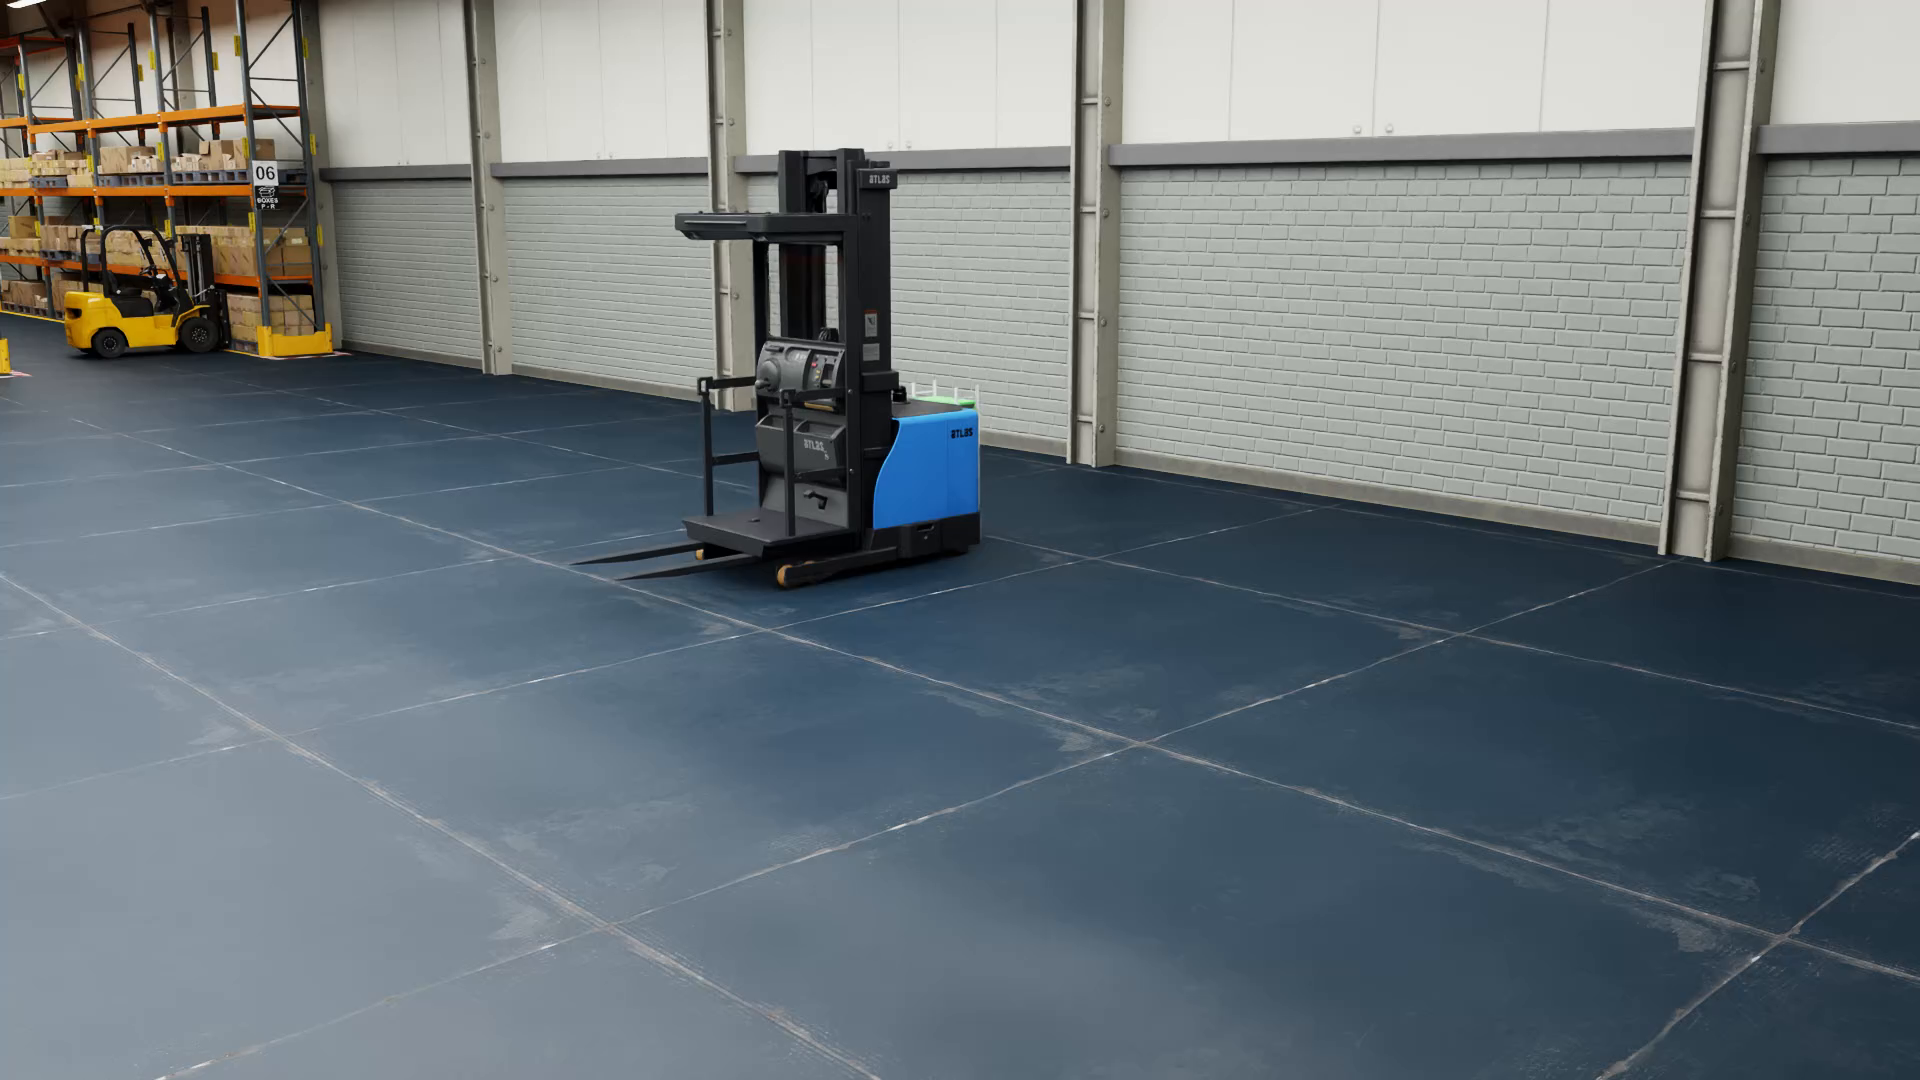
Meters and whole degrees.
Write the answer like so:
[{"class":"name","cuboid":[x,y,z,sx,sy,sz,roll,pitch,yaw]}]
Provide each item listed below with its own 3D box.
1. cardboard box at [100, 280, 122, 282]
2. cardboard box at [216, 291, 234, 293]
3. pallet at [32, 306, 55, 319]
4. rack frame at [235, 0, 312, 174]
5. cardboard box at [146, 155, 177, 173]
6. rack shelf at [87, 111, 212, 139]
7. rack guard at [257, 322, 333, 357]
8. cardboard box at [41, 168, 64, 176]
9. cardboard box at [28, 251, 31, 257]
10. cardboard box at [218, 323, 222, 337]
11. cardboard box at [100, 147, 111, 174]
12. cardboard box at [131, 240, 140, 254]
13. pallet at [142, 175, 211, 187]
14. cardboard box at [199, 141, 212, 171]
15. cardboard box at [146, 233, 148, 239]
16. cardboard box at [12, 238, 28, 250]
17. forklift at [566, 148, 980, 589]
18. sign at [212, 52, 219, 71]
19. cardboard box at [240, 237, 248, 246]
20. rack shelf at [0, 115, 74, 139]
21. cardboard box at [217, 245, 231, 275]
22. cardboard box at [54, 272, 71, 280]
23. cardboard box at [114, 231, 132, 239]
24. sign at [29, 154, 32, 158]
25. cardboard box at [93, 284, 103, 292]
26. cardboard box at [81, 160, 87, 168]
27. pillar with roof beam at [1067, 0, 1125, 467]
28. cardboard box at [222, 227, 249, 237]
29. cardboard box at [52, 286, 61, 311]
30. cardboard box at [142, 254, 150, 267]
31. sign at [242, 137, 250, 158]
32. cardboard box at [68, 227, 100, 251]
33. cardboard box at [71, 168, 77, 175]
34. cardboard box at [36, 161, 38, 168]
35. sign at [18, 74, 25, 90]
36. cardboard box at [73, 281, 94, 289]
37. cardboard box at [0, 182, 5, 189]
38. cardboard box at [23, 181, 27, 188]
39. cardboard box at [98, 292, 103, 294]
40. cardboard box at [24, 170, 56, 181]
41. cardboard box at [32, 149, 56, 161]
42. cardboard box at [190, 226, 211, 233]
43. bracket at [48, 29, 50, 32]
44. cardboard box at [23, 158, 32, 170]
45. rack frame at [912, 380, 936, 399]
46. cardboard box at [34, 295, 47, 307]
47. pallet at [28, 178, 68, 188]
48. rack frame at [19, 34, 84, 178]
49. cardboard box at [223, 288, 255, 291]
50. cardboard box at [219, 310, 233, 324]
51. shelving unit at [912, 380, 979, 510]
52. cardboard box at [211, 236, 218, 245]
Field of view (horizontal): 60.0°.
[{"class":"cardboard box","cuboid":[-18.190,-5.488,35.662,0.380,0.149,0.250,-11,16,-42]},{"class":"cardboard box","cuboid":[-13.248,-4.305,29.670,0.500,0.250,0.500,-10,15,-41]},{"class":"pallet","cuboid":[-20.051,-5.120,37.240,1.003,0.211,1.213,-11,16,-43]},{"class":"rack frame","cuboid":[-11.290,-7.572,27.366,1.000,3.000,0.127,-11,16,-43]},{"class":"cardboard box","cuboid":[-14.729,-6.970,30.806,0.500,0.311,0.500,11,16,43]},{"class":"rack shelf","cuboid":[-15.434,-7.900,31.729,1.077,0.370,4.000,-11,16,-43]},{"class":"rack guard","cuboid":[-11.274,-3.406,28.206,1.175,0.500,0.348,-11,16,-43]},{"class":"cardboard box","cuboid":[-19.146,-7.772,35.104,0.380,0.149,0.250,-11,16,-42]},{"class":"cardboard box","cuboid":[-20.534,-6.385,37.094,0.380,0.149,0.250,-10,16,-41]},{"class":"cardboard box","cuboid":[-12.894,-3.739,29.397,0.500,0.250,0.500,-10,15,-41]},{"class":"cardboard box","cuboid":[-16.491,-7.435,32.595,0.500,0.500,0.500,-11,16,-42]},{"class":"cardboard box","cuboid":[-15.621,-5.651,32.040,0.500,0.250,0.500,-11,16,-42]},{"class":"pallet","cuboid":[-14.671,-6.720,31.137,1.217,0.209,0.805,11,16,43]},{"class":"cardboard box","cuboid":[-12.784,-6.693,28.988,0.797,0.503,0.637,-10,15,-41]},{"class":"cardboard box","cuboid":[-15.184,-5.749,31.525,0.250,0.149,0.380,11,16,44]},{"class":"cardboard box","cuboid":[-21.152,-6.719,37.725,0.500,0.250,0.500,11,16,44]},{"class":"forklift","cuboid":[-1.282,-1.221,11.575,3.031,2.935,1.130,-10,15,-41]},{"class":"sign","cuboid":[-13.634,-8.765,30.447,0.100,0.325,0.005,-11,16,-43]},{"class":"cardboard box","cuboid":[-11.930,-5.046,28.113,0.380,0.149,0.250,-11,16,-42]},{"class":"rack shelf","cuboid":[-20.958,-9.262,37.356,1.077,0.370,4.000,-11,16,-43]},{"class":"cardboard box","cuboid":[-12.526,-4.870,28.869,0.500,0.500,0.500,-11,16,-44]},{"class":"cardboard box","cuboid":[-19.478,-5.749,36.193,0.380,0.149,0.250,-11,16,-44]},{"class":"cardboard box","cuboid":[-16.427,-6.008,32.785,0.380,0.149,0.250,-10,16,-41]},{"class":"sign","cuboid":[-21.924,-8.946,39.274,0.100,0.325,0.005,-11,16,-43]},{"class":"cardboard box","cuboid":[-17.550,-5.173,34.134,0.250,0.149,0.380,11,16,42]},{"class":"cardboard box","cuboid":[-17.592,-7.632,33.736,0.250,0.149,0.380,11,16,43]},{"class":"pillar with roof beam","cuboid":[-1.802,-4.573,12.806,9.100,9.000,0.400,-11,16,-43]},{"class":"cardboard box","cuboid":[-12.461,-5.305,28.634,0.380,0.149,0.250,-10,16,-41]},{"class":"cardboard box","cuboid":[-19.406,-5.265,36.187,0.500,0.500,0.500,-10,15,-40]},{"class":"cardboard box","cuboid":[-15.262,-5.331,31.725,0.500,0.250,0.500,-11,16,-42]},{"class":"sign","cuboid":[-11.692,-6.425,27.230,0.100,0.325,0.005,-11,16,-43]},{"class":"cardboard box","cuboid":[-18.076,-6.270,34.617,0.637,0.503,0.797,11,16,44]},{"class":"cardboard box","cuboid":[-18.104,-7.602,34.328,0.380,0.149,0.250,-10,15,-41]},{"class":"cardboard box","cuboid":[-19.453,-7.998,35.463,0.380,0.149,0.250,-11,16,-42]},{"class":"sign","cuboid":[-19.982,-9.747,35.410,0.100,0.325,0.005,-11,16,-43]},{"class":"cardboard box","cuboid":[-18.575,-5.413,35.299,0.380,0.149,0.250,-10,15,-41]},{"class":"cardboard box","cuboid":[-21.639,-8.074,37.857,0.380,0.149,0.250,-11,16,-43]},{"class":"cardboard box","cuboid":[-20.385,-7.819,36.621,0.380,0.149,0.250,-10,15,-41]},{"class":"cardboard box","cuboid":[-17.262,-4.815,34.002,0.500,0.500,0.500,-10,15,-41]},{"class":"cardboard box","cuboid":[-20.092,-7.962,36.327,0.500,0.250,0.500,-11,16,-42]},{"class":"cardboard box","cuboid":[-19.622,-8.242,35.621,0.396,0.266,0.258,-11,16,-43]},{"class":"cardboard box","cuboid":[-13.515,-5.529,29.722,0.380,0.149,0.250,-10,16,-41]},{"class":"bracket","cuboid":[-19.950,-11.325,36.660,0.235,0.232,0.430,-11,16,-43]},{"class":"cardboard box","cuboid":[-20.100,-8.212,36.298,0.500,0.250,0.500,-11,16,-42]},{"class":"rack frame","cuboid":[-0.279,-0.648,13.084,0.240,1.200,0.015,-11,16,-42]},{"class":"cardboard box","cuboid":[-20.421,-5.345,37.154,0.396,0.266,0.258,-10,15,-41]},{"class":"pallet","cuboid":[-19.178,-7.658,35.679,1.213,0.211,1.003,-11,16,-43]},{"class":"rack frame","cuboid":[-19.577,-9.324,35.866,1.000,3.000,0.127,-11,16,-43]},{"class":"cardboard box","cuboid":[-13.212,-4.450,30.372,0.500,0.250,0.500,-11,16,-43]},{"class":"cardboard box","cuboid":[-12.563,-3.913,29.003,0.500,0.250,0.500,-11,16,-44]},{"class":"shelving unit","cuboid":[-0.113,-0.612,12.909,0.258,1.200,0.503,-11,16,-42]},{"class":"cardboard box","cuboid":[-12.969,-5.273,29.217,0.380,0.149,0.250,-11,16,-44]}]
